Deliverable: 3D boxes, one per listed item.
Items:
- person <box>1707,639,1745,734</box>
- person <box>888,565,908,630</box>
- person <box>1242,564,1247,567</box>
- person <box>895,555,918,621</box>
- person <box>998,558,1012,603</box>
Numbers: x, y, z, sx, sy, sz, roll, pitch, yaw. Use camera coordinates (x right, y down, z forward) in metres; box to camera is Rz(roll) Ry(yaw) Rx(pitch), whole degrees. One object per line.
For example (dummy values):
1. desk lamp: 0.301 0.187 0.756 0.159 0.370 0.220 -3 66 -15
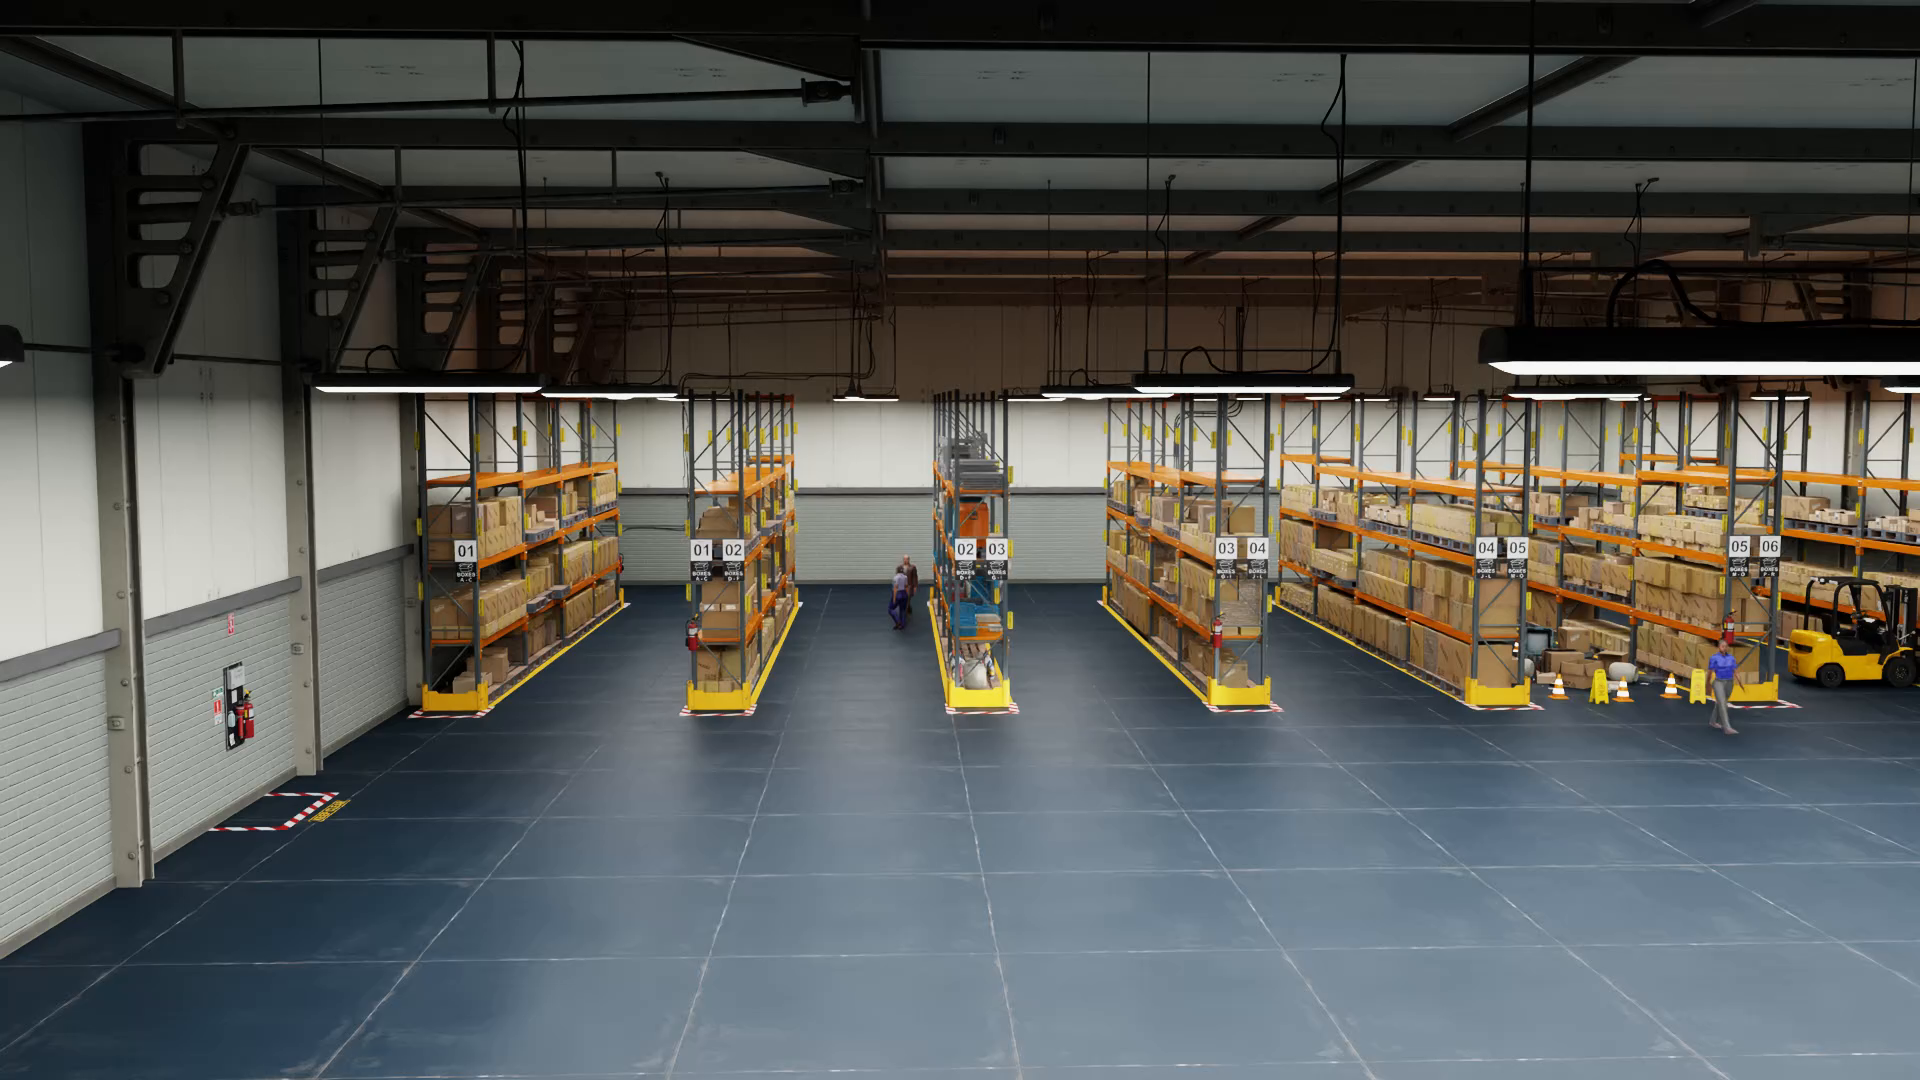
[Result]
1. person: 13.327 2.547 28.925 0.473 1.588 0.980 -1 5 -7
2. person: -1.528 1.468 42.213 0.452 1.633 0.540 4 6 43
3. person: 7.997 1.051 47.065 0.725 1.680 0.663 1 5 7
4. person: -1.463 1.292 43.960 0.576 1.625 1.126 2 5 21
5. person: 1.195 0.920 48.022 0.642 1.796 0.515 -4 6 -37
